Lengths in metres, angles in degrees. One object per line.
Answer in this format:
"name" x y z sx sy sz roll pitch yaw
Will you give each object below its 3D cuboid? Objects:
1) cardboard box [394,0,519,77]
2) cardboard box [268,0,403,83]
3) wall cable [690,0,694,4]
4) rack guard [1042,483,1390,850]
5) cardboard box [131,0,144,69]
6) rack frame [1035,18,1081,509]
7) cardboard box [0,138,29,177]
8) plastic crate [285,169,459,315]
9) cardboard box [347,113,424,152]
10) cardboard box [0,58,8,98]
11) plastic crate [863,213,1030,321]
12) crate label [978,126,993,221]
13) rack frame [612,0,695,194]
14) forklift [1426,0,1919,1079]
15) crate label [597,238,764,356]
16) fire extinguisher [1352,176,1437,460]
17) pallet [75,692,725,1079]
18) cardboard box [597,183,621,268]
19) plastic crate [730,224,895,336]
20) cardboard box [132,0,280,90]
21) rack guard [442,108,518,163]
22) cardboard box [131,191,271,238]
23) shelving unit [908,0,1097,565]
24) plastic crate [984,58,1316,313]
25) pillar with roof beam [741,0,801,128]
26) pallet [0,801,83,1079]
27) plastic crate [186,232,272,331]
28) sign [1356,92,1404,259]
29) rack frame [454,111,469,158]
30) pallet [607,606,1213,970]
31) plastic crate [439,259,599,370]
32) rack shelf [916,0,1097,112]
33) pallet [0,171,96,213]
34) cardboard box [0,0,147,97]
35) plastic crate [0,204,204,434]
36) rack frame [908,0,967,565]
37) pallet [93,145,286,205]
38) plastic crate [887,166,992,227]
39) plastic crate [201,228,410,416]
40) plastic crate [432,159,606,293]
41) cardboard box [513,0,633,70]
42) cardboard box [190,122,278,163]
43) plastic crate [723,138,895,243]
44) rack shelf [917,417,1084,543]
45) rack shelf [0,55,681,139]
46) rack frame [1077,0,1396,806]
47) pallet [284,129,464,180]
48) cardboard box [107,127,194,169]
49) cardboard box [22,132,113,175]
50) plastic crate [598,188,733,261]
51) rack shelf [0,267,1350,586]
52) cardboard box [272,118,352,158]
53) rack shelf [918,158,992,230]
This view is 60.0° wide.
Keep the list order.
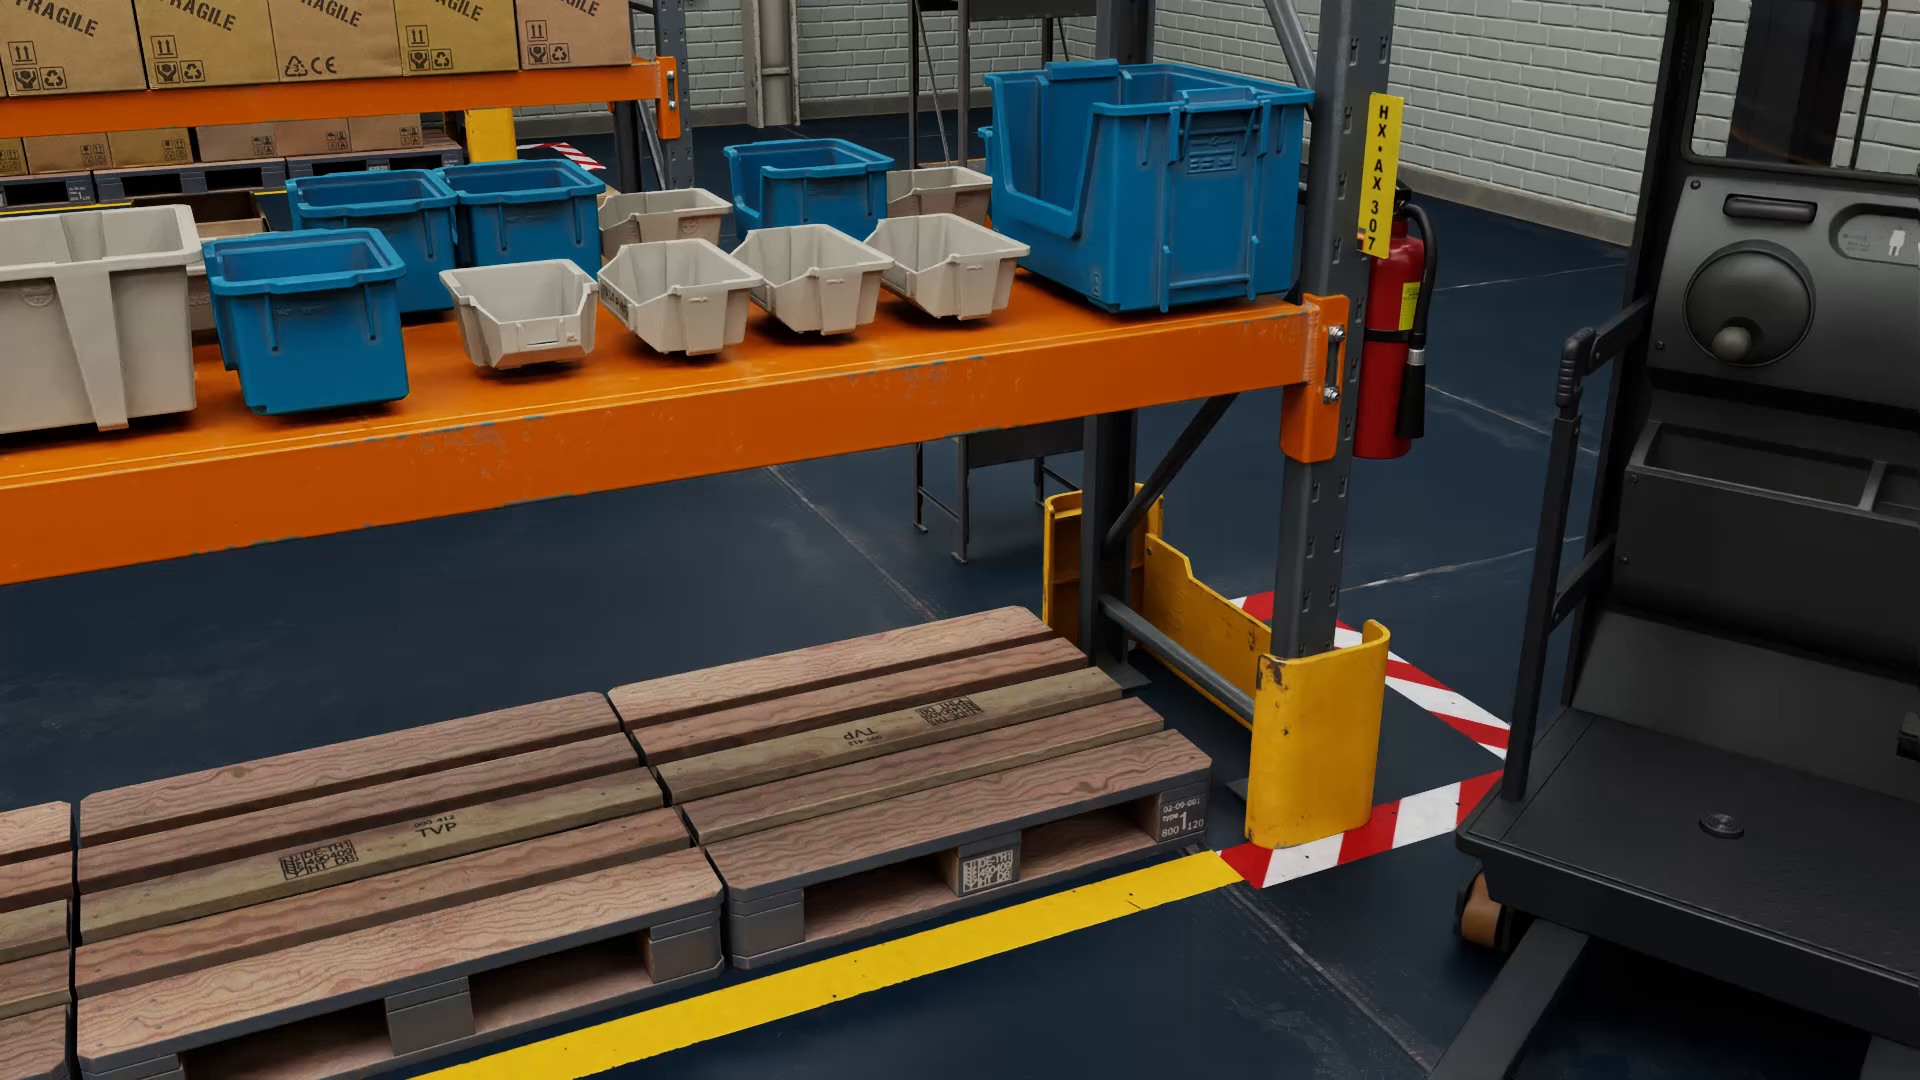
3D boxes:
"cardboard box" -2.286 -2.359 7.397 0.500 0.500 0.500 -10 25 -23
"cardboard box" -2.738 -2.278 7.201 0.500 0.500 0.500 -10 25 -23
"wall cable" -2.943 -5.283 13.262 1.851 1.984 0.084 -10 25 -24
"rack guard" 0.627 0.286 4.406 0.348 0.500 1.175 -10 25 -24
"cardboard box" -3.874 -2.294 7.240 0.500 0.500 0.500 -10 24 -22
"rack frame" 0.369 -1.038 5.513 0.015 2.100 0.400 -10 25 -24
"cardboard box" -6.572 -2.739 11.165 0.500 0.500 0.700 -10 25 -23
"plastic crate" -1.212 -0.615 3.455 0.300 0.233 0.416 -10 25 -24
"cardboard box" -4.274 -3.163 12.189 0.500 0.500 0.700 -10 25 -24
"cardboard box" -4.101 -2.028 6.596 0.500 0.500 0.500 -10 24 -23
"plastic crate" -0.046 -0.569 3.469 0.243 0.136 0.396 -10 25 -24
"crate label" 0.245 -0.884 4.103 0.303 0.233 0.416 -10 25 -24
"rack frame" -1.534 -2.568 8.033 0.127 3.000 1.000 -10 25 -24
"forklift" 1.720 -0.454 3.015 1.130 2.935 3.031 15 27 33
"crate label" -0.554 -0.471 3.233 0.243 0.136 0.396 -10 25 -24
"fire extinguisher" 0.943 -0.521 3.676 0.183 0.674 0.296 -10 25 -24
"pallet" -1.247 0.752 3.657 1.213 0.211 1.003 -10 25 -24
"cardboard box" -1.918 -1.442 8.004 0.500 0.500 0.500 -10 25 -24
"plastic crate" -0.313 -0.526 3.365 0.243 0.136 0.396 -10 25 -24
"cardboard box" -3.192 -2.195 7.000 0.500 0.500 0.500 -11 25 -24
"rack guard" -3.665 -3.124 12.643 0.348 0.500 1.175 -10 25 -24
"cardboard box" -3.448 -1.268 7.580 0.637 0.503 0.797 -10 25 -24
"shelving unit" 0.149 -0.998 5.415 0.503 2.100 0.431 -10 25 -24
"plastic crate" 0.390 -0.785 3.599 0.499 0.435 0.616 -10 25 -24
"pillar with roof beam" 0.239 -6.309 9.226 0.400 9.000 9.100 -10 25 -24
"pallet" -2.348 0.956 3.165 1.213 0.211 1.003 -10 25 -24
"plastic crate" -1.555 -0.496 3.291 0.466 0.136 0.293 -10 25 -24
"sign" 0.864 -0.749 3.425 0.005 0.325 0.100 -10 25 -24
"rack frame" -3.686 -4.275 12.155 0.127 3.000 1.000 -10 25 -24
"pallet" -0.149 0.551 4.143 1.213 0.211 1.003 -10 25 -24
"plastic crate" -0.812 -0.416 3.099 0.250 0.136 0.298 -10 25 -24
"rack shelf" 0.149 -1.632 5.152 0.480 0.518 0.431 -10 25 -24
"pallet" -6.571 -2.422 11.325 1.213 0.211 1.003 -10 25 -24
"cardboard box" -3.649 -2.110 6.795 0.500 0.500 0.500 -11 25 -24
"plastic crate" -1.538 -0.360 2.774 0.530 0.282 0.437 -10 25 -24
"rack frame" -0.071 -0.957 5.317 0.015 2.100 0.400 -10 25 -24
"pallet" -5.470 -2.626 11.818 1.213 0.211 1.003 -10 25 -24
"plastic crate" -0.080 -0.814 4.062 0.298 0.136 0.250 -10 25 -24
"plastic crate" -1.129 -0.382 2.891 0.300 0.233 0.416 -10 25 -24
"plastic crate" -0.941 -0.665 3.575 0.300 0.233 0.416 -10 25 -24
"cardboard box" -1.820 -2.446 7.608 0.500 0.500 0.500 -10 24 -22
"cardboard box" -5.177 -2.997 11.787 0.500 0.500 0.700 -11 25 -25
"plastic crate" -0.348 -0.774 3.839 0.300 0.233 0.416 -10 25 -24
"rack shelf" 0.149 -0.338 5.688 0.480 0.518 0.431 -10 25 -24
"rack shelf" -3.337 -1.904 7.369 4.000 0.370 1.077 -10 25 -24
"rack frame" 0.610 -0.861 3.907 0.127 3.000 1.000 -10 25 -24
"pallet" -4.373 -2.827 12.303 1.213 0.211 1.003 -10 25 -24
"cardboard box" -5.655 -2.906 11.567 0.500 0.500 0.700 -10 24 -22
"cardboard box" -6.118 -2.821 11.363 0.500 0.500 0.700 -11 25 -24
"plastic crate" -0.691 -0.702 3.790 0.298 0.136 0.250 -10 25 -24
"rack shelf" -1.192 -0.197 3.243 4.000 0.370 1.077 -10 25 -24
"cardboard box" -4.724 -3.080 11.989 0.500 0.500 0.700 -11 25 -24
"rack shelf" 0.149 -0.985 5.420 0.480 0.518 0.431 -10 25 -24
